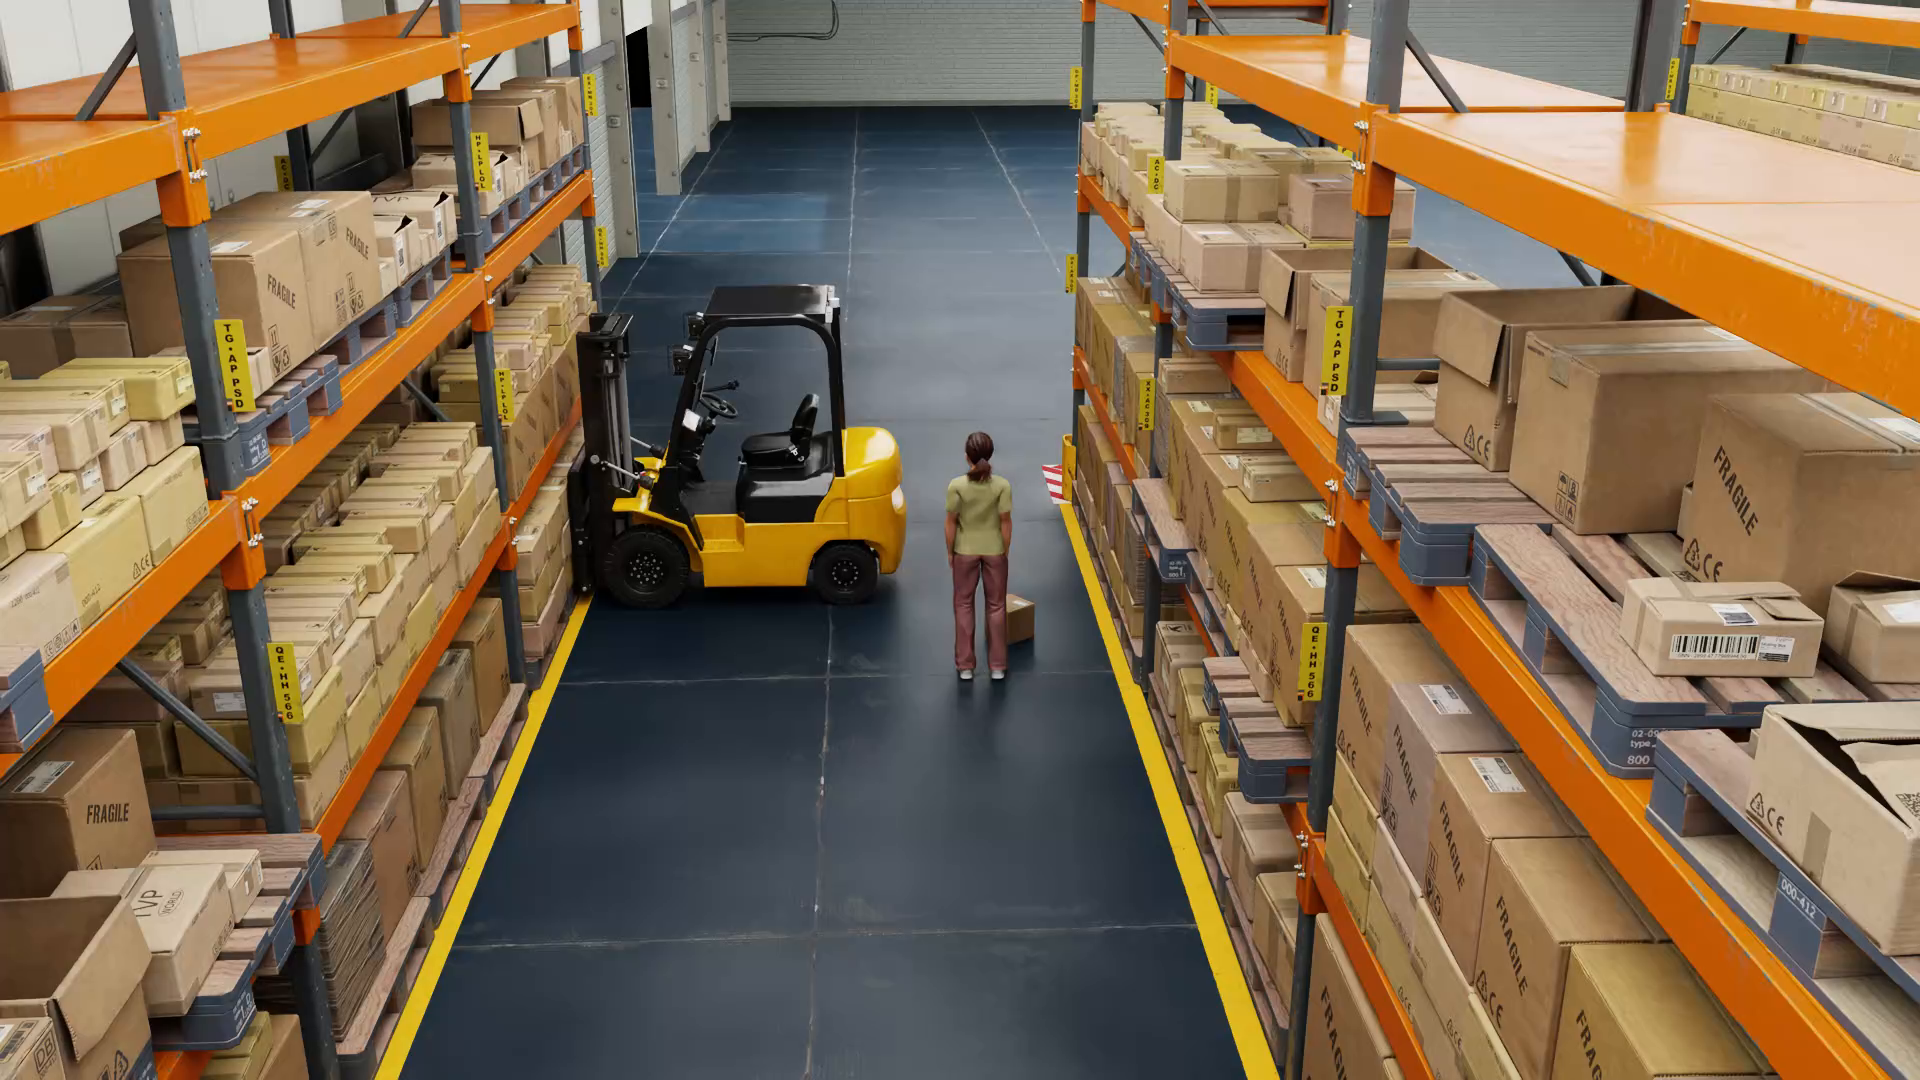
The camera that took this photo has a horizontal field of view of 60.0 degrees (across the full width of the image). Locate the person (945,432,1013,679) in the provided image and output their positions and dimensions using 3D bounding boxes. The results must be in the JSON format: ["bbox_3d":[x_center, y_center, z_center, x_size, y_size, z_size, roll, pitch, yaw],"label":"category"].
[{"bbox_3d":[0.120,0.105,10.808,0.441,1.672,0.359,-1,20,-2],"label":"person"}]
